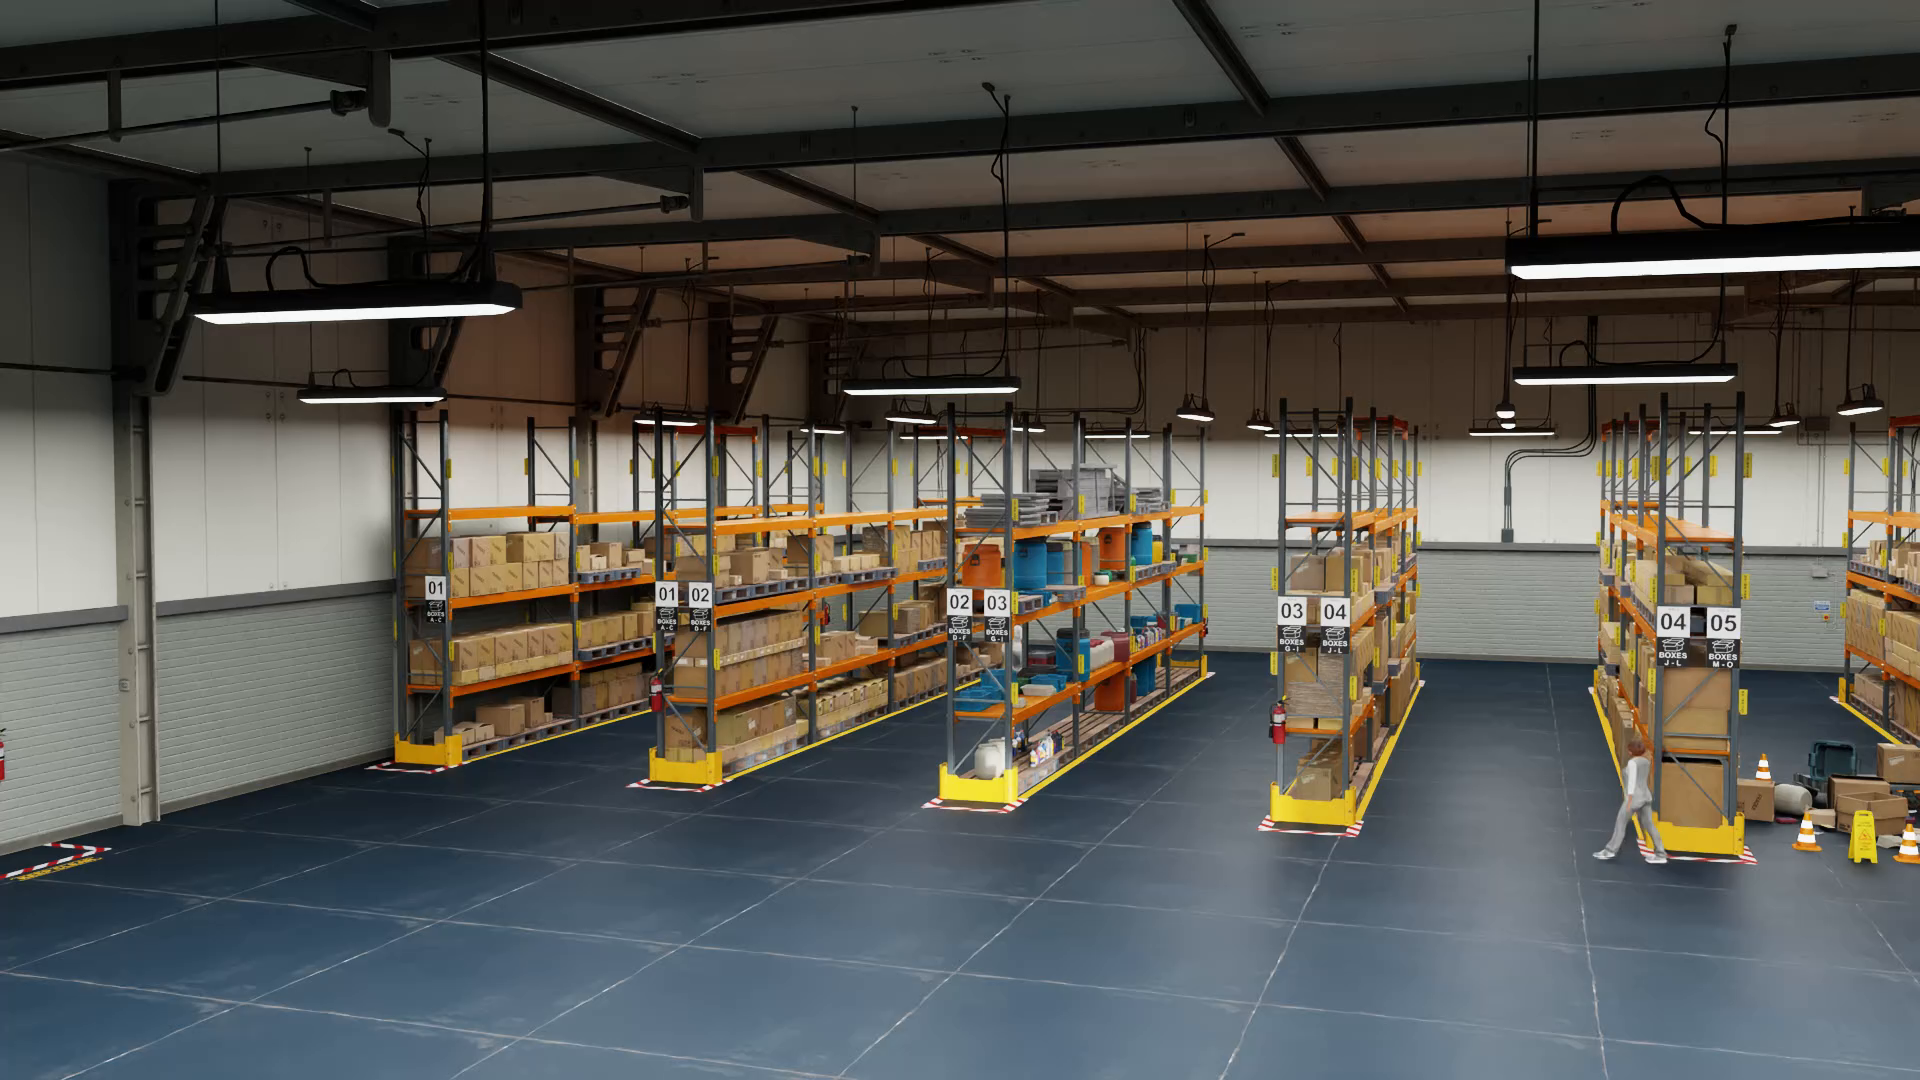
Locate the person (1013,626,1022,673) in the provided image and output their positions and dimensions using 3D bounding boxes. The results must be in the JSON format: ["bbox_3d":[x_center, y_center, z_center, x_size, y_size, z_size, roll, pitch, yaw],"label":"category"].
[{"bbox_3d":[1.296,2.558,37.722,0.521,1.662,0.488,2,3,37],"label":"person"}]

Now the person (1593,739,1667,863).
[{"bbox_3d":[8.563,3.305,21.133,0.451,1.559,0.864,-2,3,-36],"label":"person"}]
